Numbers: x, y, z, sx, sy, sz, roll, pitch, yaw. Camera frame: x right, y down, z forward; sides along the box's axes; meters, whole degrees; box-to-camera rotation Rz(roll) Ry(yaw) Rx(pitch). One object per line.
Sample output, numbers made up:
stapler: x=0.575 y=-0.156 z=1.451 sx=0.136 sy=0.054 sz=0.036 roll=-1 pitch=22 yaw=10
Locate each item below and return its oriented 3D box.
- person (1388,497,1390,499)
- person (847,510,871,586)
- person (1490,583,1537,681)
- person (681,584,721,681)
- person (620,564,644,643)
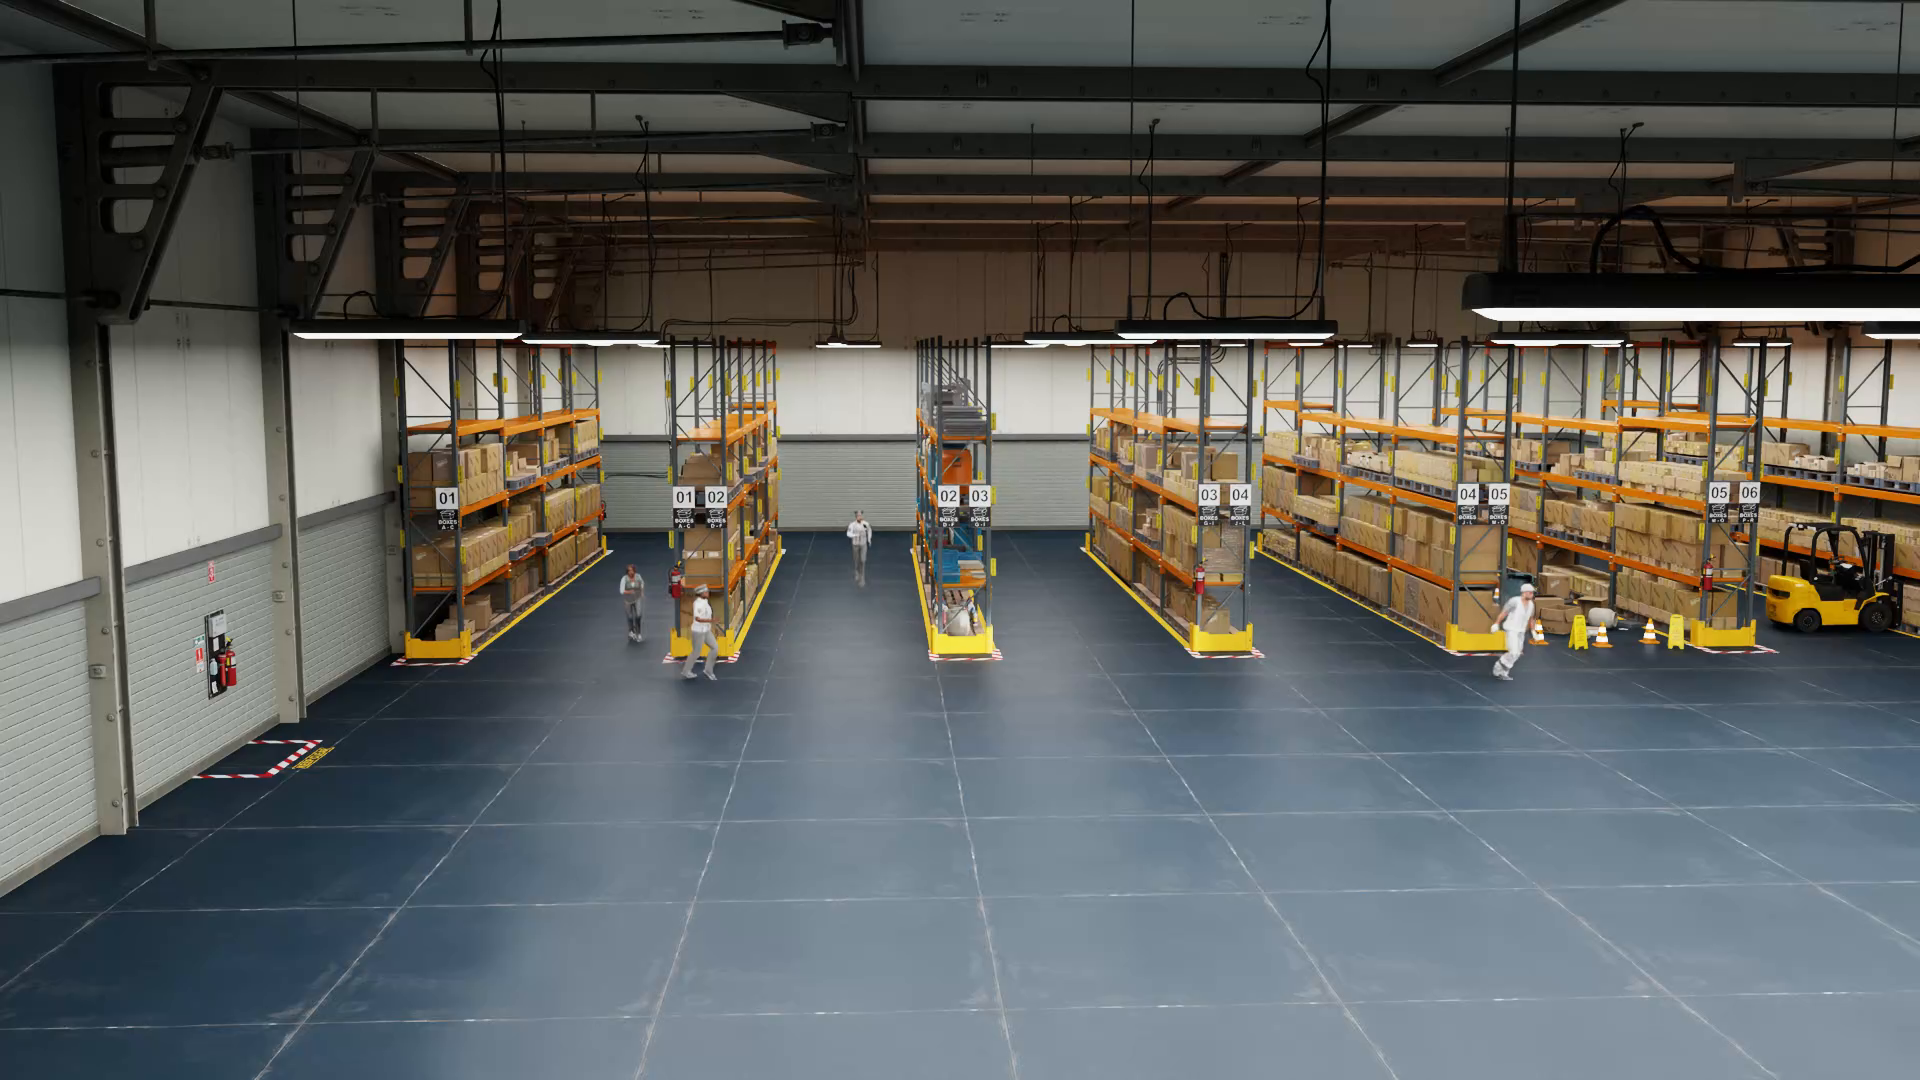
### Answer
person: x=11.942 y=-0.382 z=46.402 sx=0.830 sy=1.615 sz=0.617 roll=6 pitch=9 yaw=43
person: x=-2.362 y=0.166 z=38.968 sx=0.563 sy=1.764 sz=0.801 roll=0 pitch=6 yaw=-3
person: x=9.622 y=1.594 z=28.790 sx=0.660 sy=1.727 sz=0.620 roll=-3 pitch=7 yaw=-27
person: x=-4.497 y=1.619 z=28.874 sx=0.742 sy=1.743 sz=0.549 roll=2 pitch=7 yaw=15
person: x=-6.455 y=1.226 z=32.757 sx=0.464 sy=1.543 sz=0.892 roll=-1 pitch=7 yaw=-12
